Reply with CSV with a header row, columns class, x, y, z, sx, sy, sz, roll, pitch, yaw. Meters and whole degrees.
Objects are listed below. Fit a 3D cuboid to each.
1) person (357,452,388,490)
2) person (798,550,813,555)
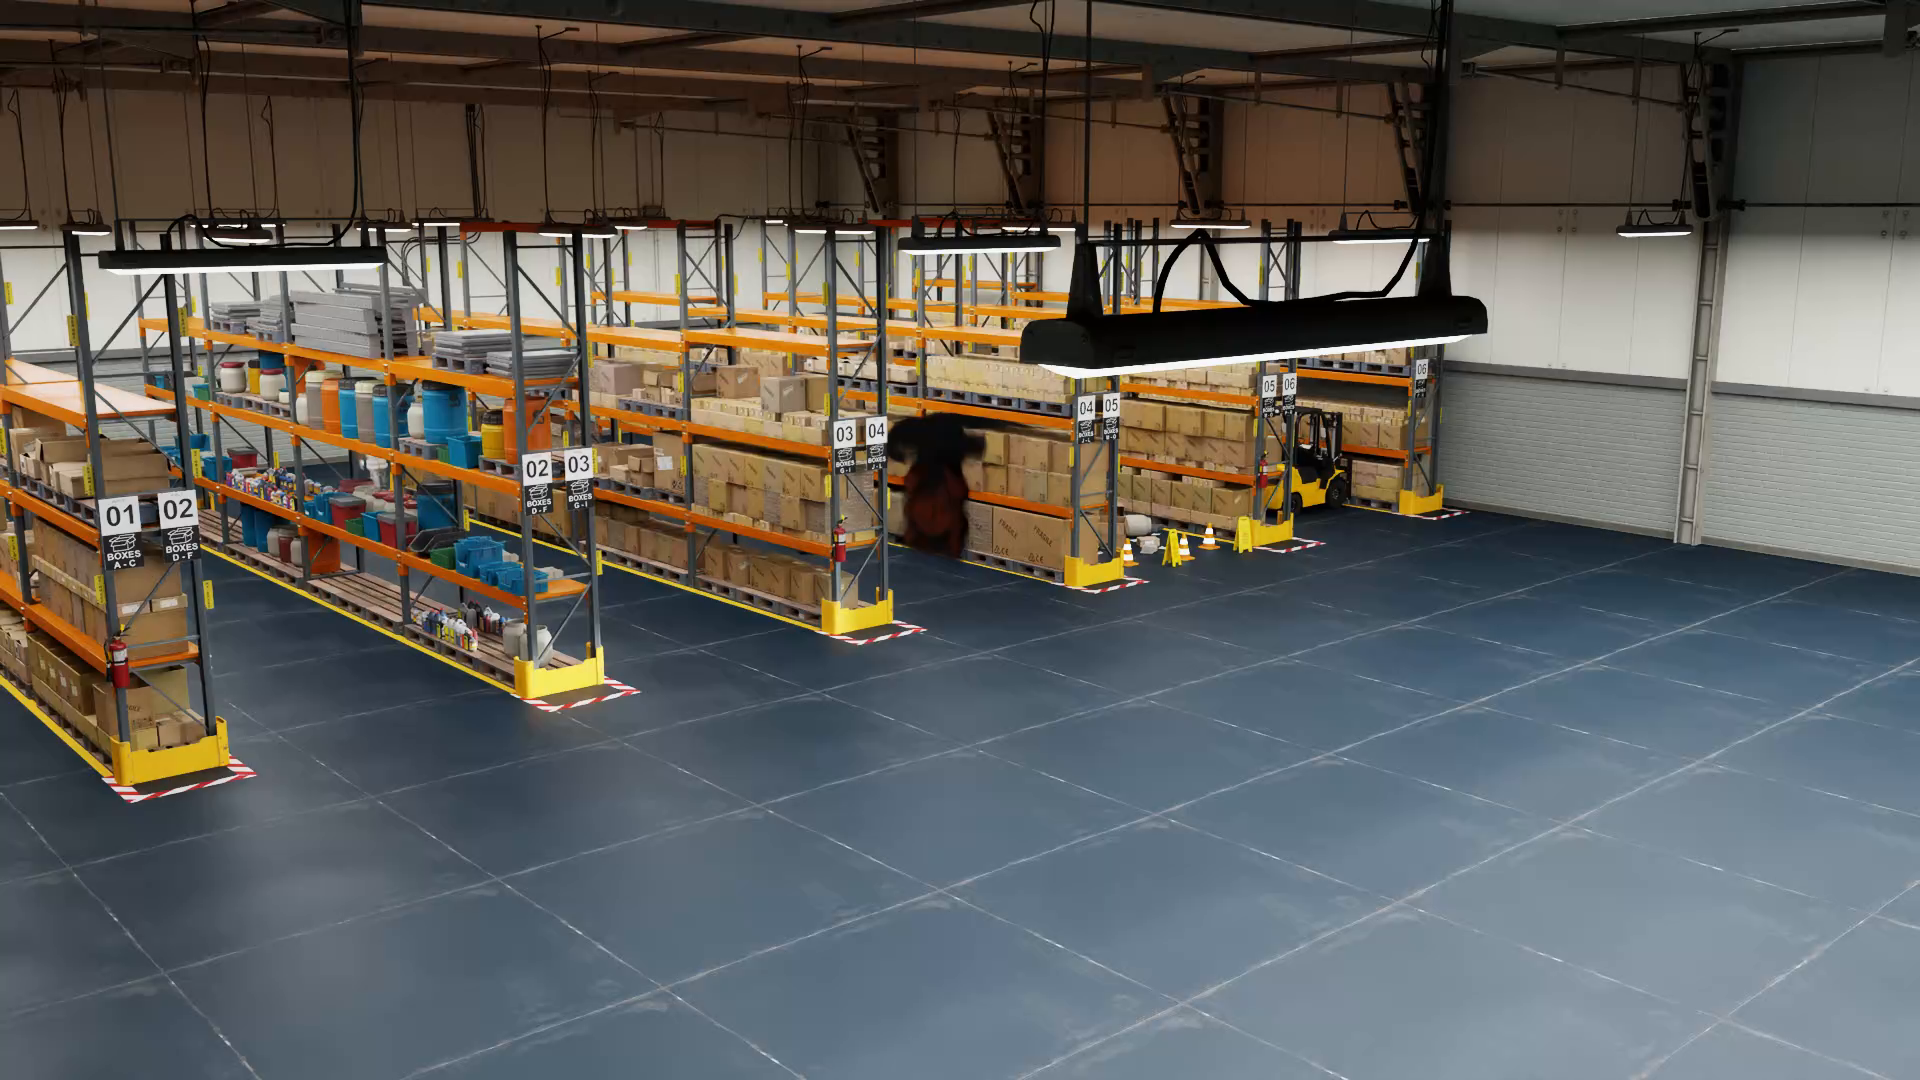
class,x,y,z,sx,sy,sz,roll,pitch,yaw
person,-12.144,-1.498,34.655,0.693,1.763,0.974,-8,14,-34
person,-2.456,-0.514,28.921,0.778,1.637,0.652,4,12,17
